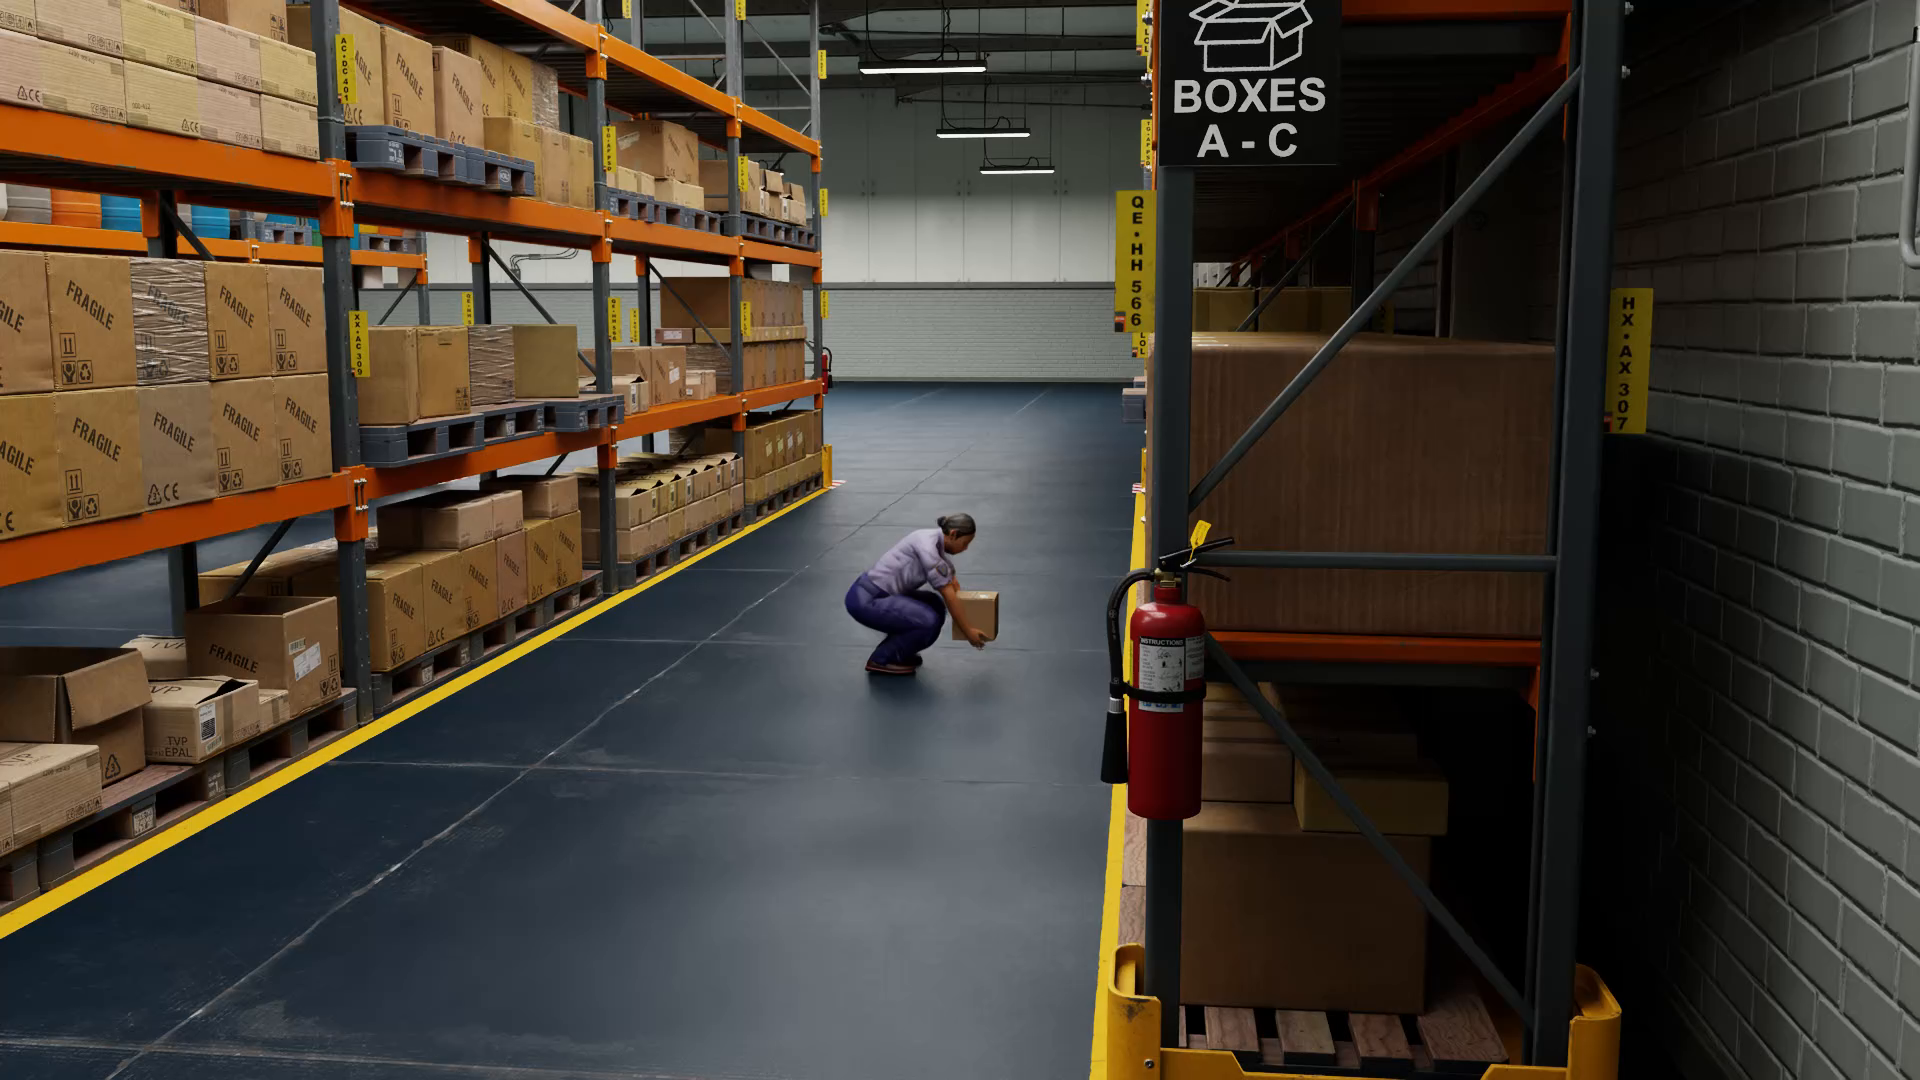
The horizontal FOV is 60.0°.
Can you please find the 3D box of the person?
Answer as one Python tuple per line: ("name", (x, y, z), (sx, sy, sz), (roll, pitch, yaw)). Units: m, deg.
("person", (-0.243, 0.308, 9.791), (0.852, 0.938, 0.517), (1, 8, 5))
